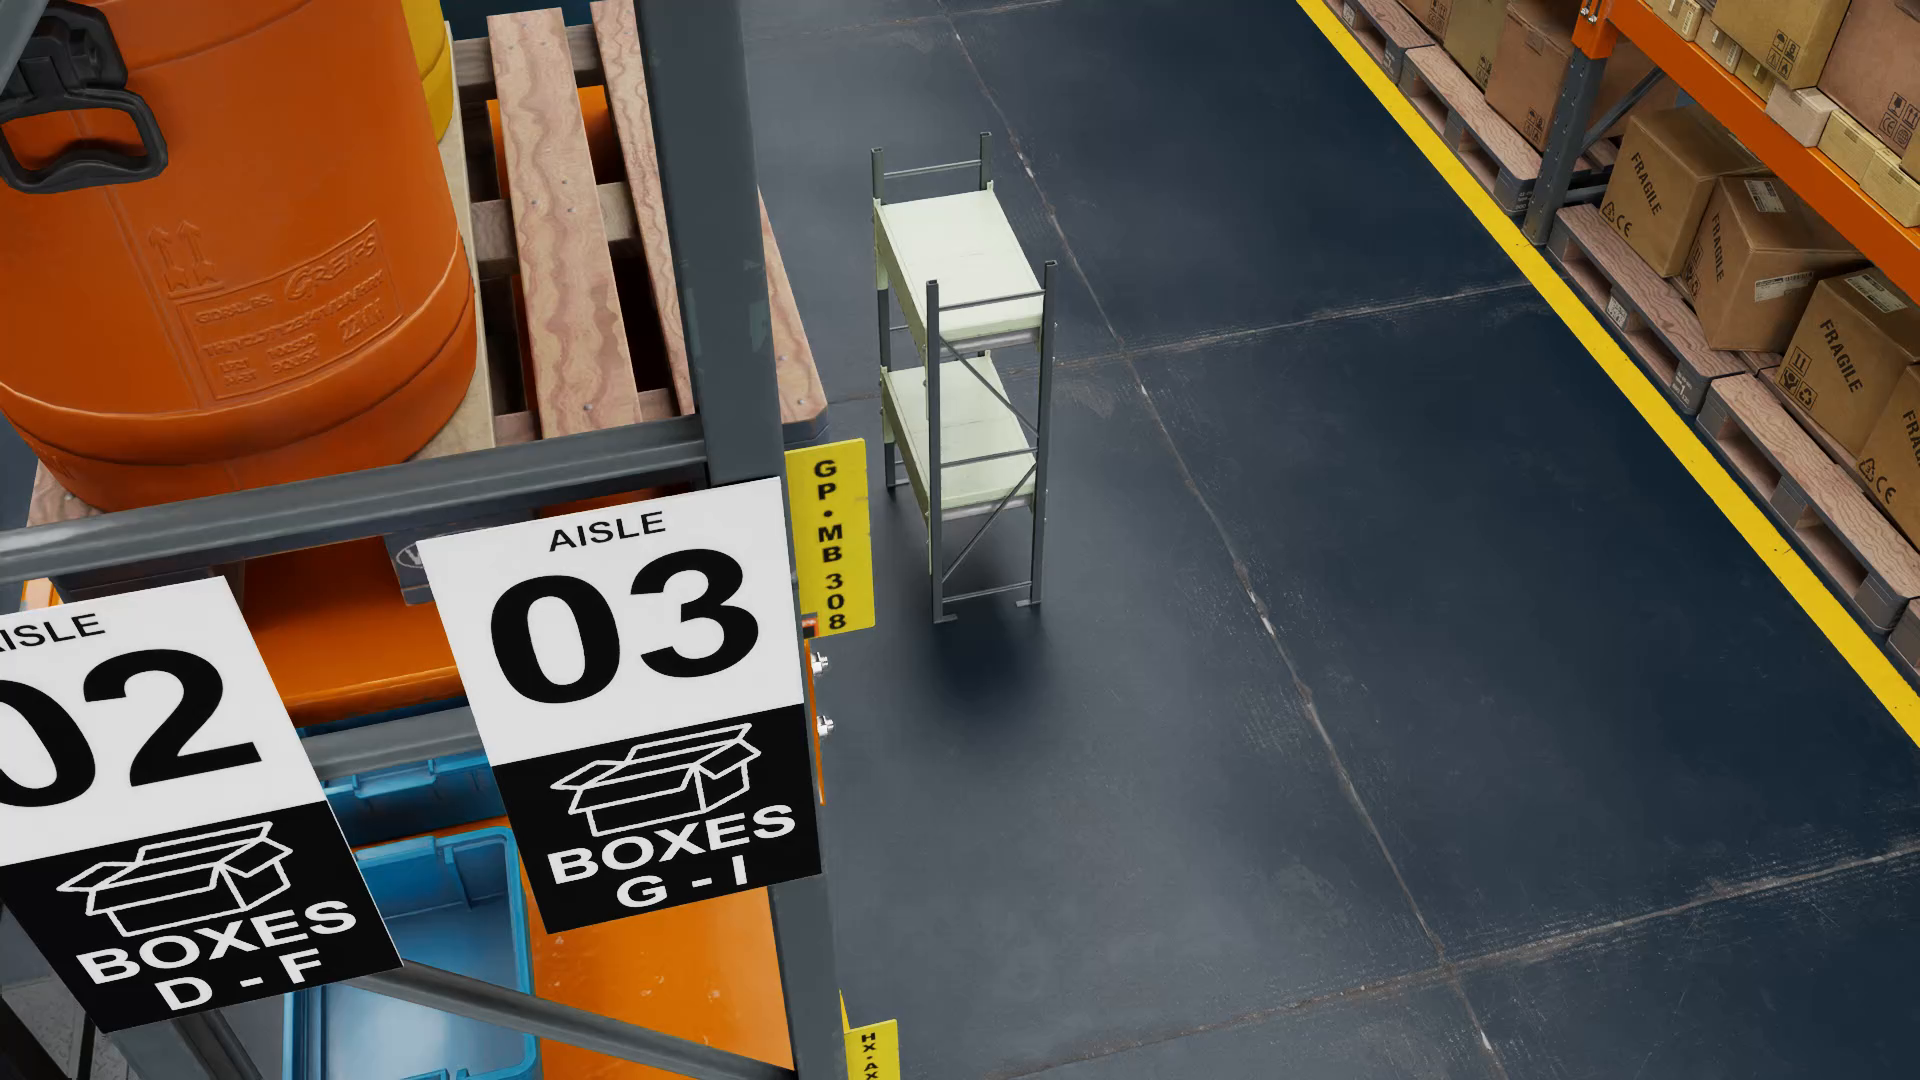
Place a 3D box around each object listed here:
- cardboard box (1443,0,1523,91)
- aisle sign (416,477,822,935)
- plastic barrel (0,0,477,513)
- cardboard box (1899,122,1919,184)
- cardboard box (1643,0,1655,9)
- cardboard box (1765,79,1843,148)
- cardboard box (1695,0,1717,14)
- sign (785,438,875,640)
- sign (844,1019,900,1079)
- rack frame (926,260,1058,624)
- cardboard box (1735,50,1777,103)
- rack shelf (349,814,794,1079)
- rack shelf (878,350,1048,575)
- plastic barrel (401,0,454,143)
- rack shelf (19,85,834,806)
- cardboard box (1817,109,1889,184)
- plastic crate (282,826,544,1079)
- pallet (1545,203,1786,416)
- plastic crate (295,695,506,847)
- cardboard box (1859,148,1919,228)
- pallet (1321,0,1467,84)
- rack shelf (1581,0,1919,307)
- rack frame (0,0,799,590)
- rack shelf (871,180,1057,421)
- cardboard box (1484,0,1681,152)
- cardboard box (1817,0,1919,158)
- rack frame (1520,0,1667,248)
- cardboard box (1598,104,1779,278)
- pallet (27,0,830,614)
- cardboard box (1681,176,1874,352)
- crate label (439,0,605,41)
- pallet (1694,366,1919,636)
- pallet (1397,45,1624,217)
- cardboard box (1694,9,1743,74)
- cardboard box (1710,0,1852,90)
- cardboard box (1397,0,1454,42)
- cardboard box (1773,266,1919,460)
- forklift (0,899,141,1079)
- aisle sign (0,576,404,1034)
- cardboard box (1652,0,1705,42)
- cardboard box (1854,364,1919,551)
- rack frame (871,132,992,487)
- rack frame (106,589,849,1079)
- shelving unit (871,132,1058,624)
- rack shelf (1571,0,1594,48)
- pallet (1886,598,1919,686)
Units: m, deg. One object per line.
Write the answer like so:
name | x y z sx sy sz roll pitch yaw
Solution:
cardboard box | 2.832 -2.551 8.092 0.700 0.500 0.500 -11 47 -11
aisle sign | -0.390 0.242 2.092 0.394 0.787 0.004 -11 47 -10
plastic barrel | -0.939 -0.503 1.948 0.600 0.830 0.708 -11 47 -10
cardboard box | 3.535 -1.297 5.143 0.875 0.500 0.500 -11 47 -10
cardboard box | 2.836 -2.220 6.501 0.380 0.149 0.250 -11 47 -10
cardboard box | 3.076 -1.526 5.821 0.380 0.149 0.250 -11 47 -10
cardboard box | 3.127 -2.328 6.153 0.875 0.500 0.500 -11 47 -10
sign | -0.159 0.006 2.038 0.100 0.325 0.005 -11 47 -10
sign | -0.159 0.962 3.013 0.100 0.325 0.005 -11 47 -10
rack frame | 0.095 -0.268 5.462 0.400 1.500 0.023 -11 47 -10
cardboard box | 3.051 -1.706 5.998 0.380 0.149 0.250 -11 47 -10
rack shelf | -1.204 0.027 4.627 1.077 0.370 4.000 -11 47 -10
rack shelf | 0.002 -0.292 5.943 0.431 0.370 0.720 -11 47 -10
plastic barrel | -1.107 -0.870 2.477 0.600 0.588 0.600 0 46 0
rack shelf | -1.204 -1.023 3.556 1.077 0.370 4.000 -11 47 -10
cardboard box | 3.180 -1.361 5.660 0.380 0.149 0.250 -11 47 -10
plastic crate | -1.109 0.917 3.355 0.499 0.251 0.616 -11 47 -10
pallet | 3.278 -1.078 7.158 1.003 0.211 1.213 -11 47 -10
plastic crate | -1.270 0.468 3.795 0.499 0.251 0.408 -11 47 -10
cardboard box | 3.233 -1.187 5.488 0.380 0.149 0.250 -11 47 -10
pallet | 2.555 -2.916 8.960 1.003 0.211 1.213 -11 47 -10
rack shelf | 3.584 -0.878 5.514 1.077 0.370 4.000 -11 47 -10
rack frame | -0.692 -0.944 0.874 1.000 3.000 0.127 -11 47 -10
rack shelf | 0.002 -0.793 5.431 0.431 0.370 0.720 -11 47 -10
cardboard box | 2.935 -2.218 7.766 0.700 0.500 0.500 -14 47 -13
cardboard box | 3.447 -1.650 5.488 0.875 0.500 0.500 -11 47 -10
rack frame | 3.072 -2.511 6.611 1.000 3.000 0.127 -11 47 -10
cardboard box | 3.136 -1.500 7.076 0.500 0.500 0.500 -12 47 -12
pallet | -0.809 -0.417 2.590 1.003 0.211 1.213 -11 47 -10
cardboard box | 3.290 -1.106 6.689 0.500 0.500 0.500 3 46 2
crate label | -0.852 -1.194 3.324 0.502 0.251 0.408 -11 47 -10
pallet | 3.594 -0.234 6.331 1.003 0.211 1.213 -11 47 -10
pallet | 2.871 -2.072 8.133 1.003 0.211 1.213 -11 47 -10
cardboard box | 2.978 -1.877 6.165 0.380 0.149 0.250 -11 47 -10
cardboard box | 3.221 -1.977 5.809 0.875 0.500 0.500 -11 47 -10
cardboard box | 2.688 -2.937 8.470 0.700 0.500 0.500 -14 47 -14
cardboard box | 3.524 -0.691 6.283 0.500 0.500 0.500 -15 47 -14
forklift | -2.597 0.790 3.423 1.130 2.935 3.031 -10 46 -10
aisle sign | -0.961 0.350 1.986 0.394 0.787 0.004 -11 47 -10
cardboard box | 2.888 -2.045 6.330 0.380 0.149 0.250 -11 47 -10
cardboard box | 3.624 -0.298 5.898 0.500 0.500 0.500 -7 46 -7
rack frame | -0.092 -0.773 5.957 0.400 1.500 0.023 -11 47 -10
rack frame | -0.692 1.156 3.017 1.000 3.000 0.127 -11 47 -10
shelving unit | 0.002 -0.520 5.710 0.431 1.500 0.755 -11 47 -10
rack shelf | 2.560 -3.640 8.221 1.077 0.370 4.000 -11 47 -10
pallet | 3.903 0.607 5.508 1.003 0.211 1.213 -11 47 -10
